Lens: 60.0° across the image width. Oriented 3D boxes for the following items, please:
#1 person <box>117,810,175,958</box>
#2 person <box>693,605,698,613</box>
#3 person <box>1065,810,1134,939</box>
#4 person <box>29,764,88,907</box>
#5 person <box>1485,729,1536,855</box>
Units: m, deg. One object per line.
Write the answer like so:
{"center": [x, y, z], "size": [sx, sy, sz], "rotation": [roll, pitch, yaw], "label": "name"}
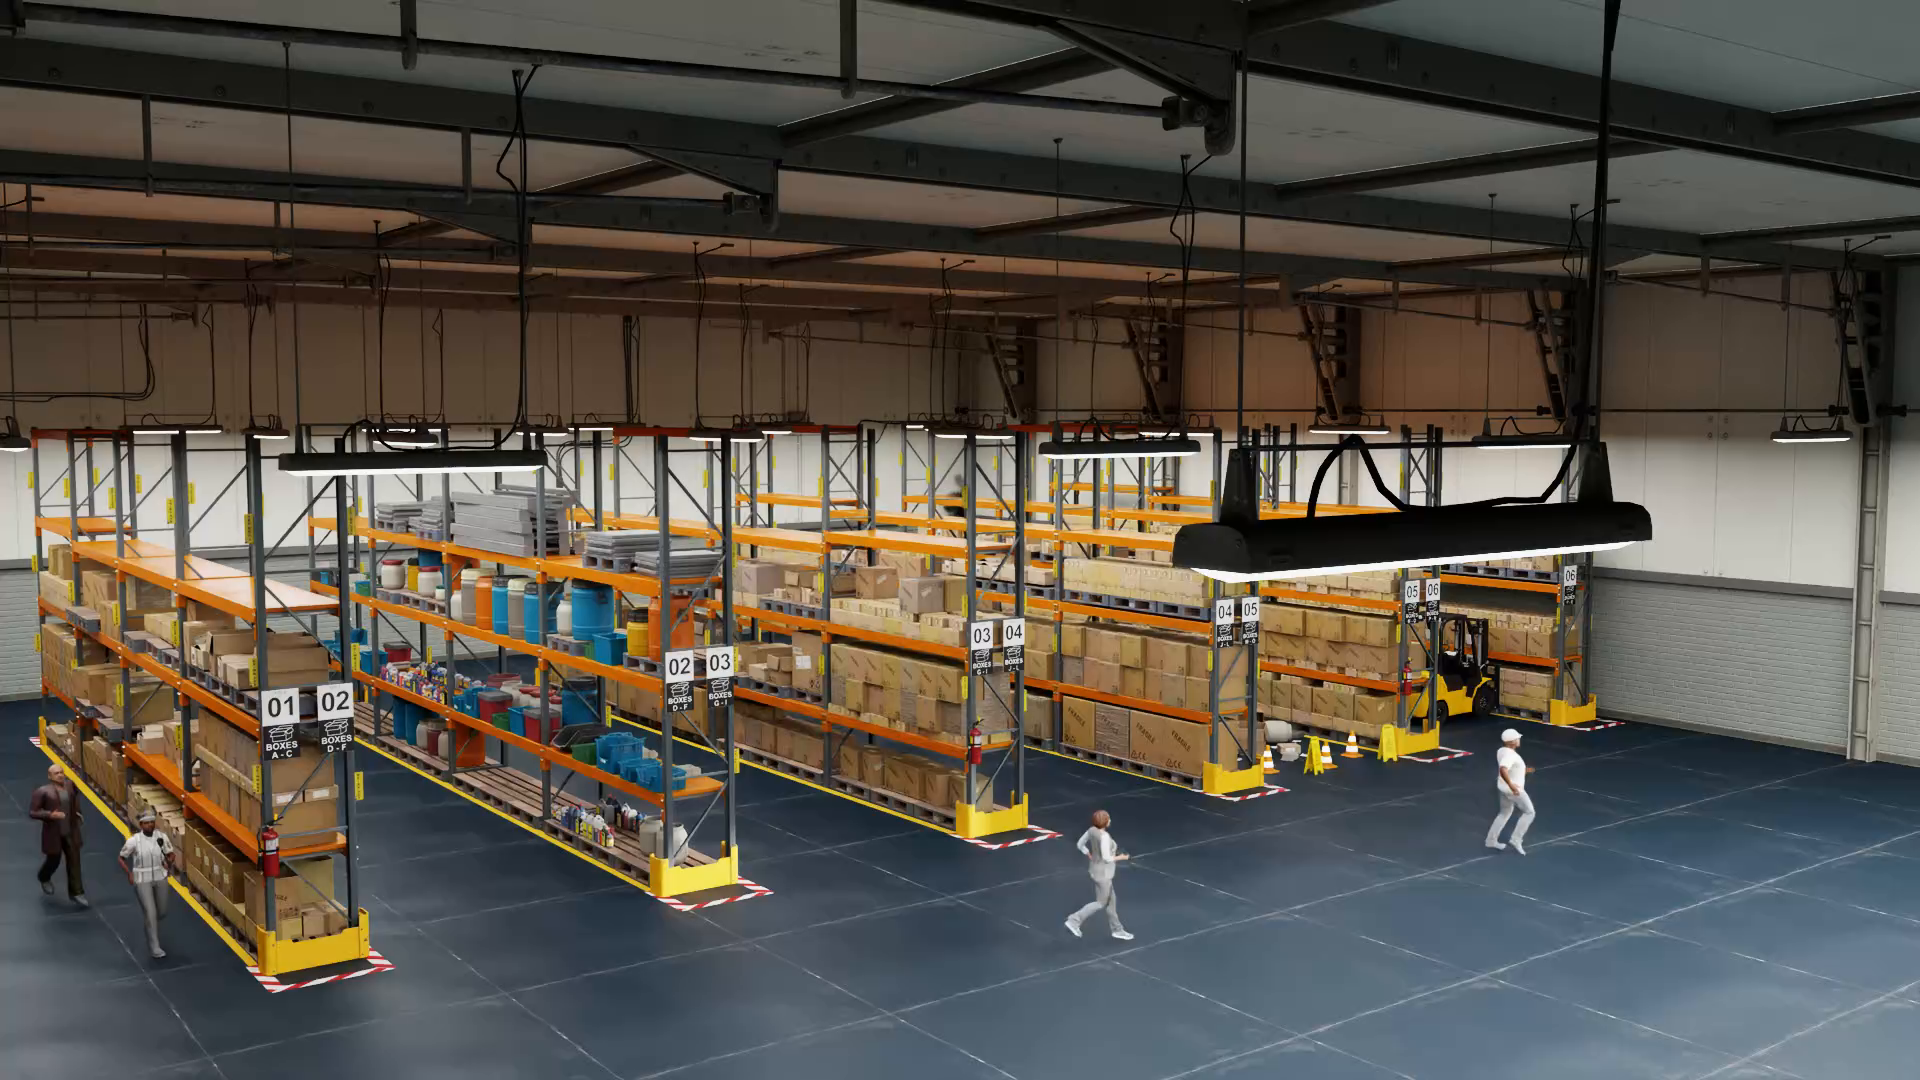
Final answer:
{"center": [-9.467, 3.967, 19.413], "size": [0.588, 1.669, 0.815], "rotation": [-4, 6, -42], "label": "person"}
{"center": [-6.587, 2.345, 40.526], "size": [0.793, 1.684, 0.657], "rotation": [2, 5, 19], "label": "person"}
{"center": [1.654, 3.974, 19.655], "size": [0.877, 1.592, 0.538], "rotation": [-1, 5, -15], "label": "person"}
{"center": [-11.512, 3.746, 21.260], "size": [1.050, 1.777, 0.708], "rotation": [3, 6, 38], "label": "person"}
{"center": [7.881, 3.592, 23.719], "size": [0.728, 1.801, 0.671], "rotation": [-1, 5, -7], "label": "person"}
